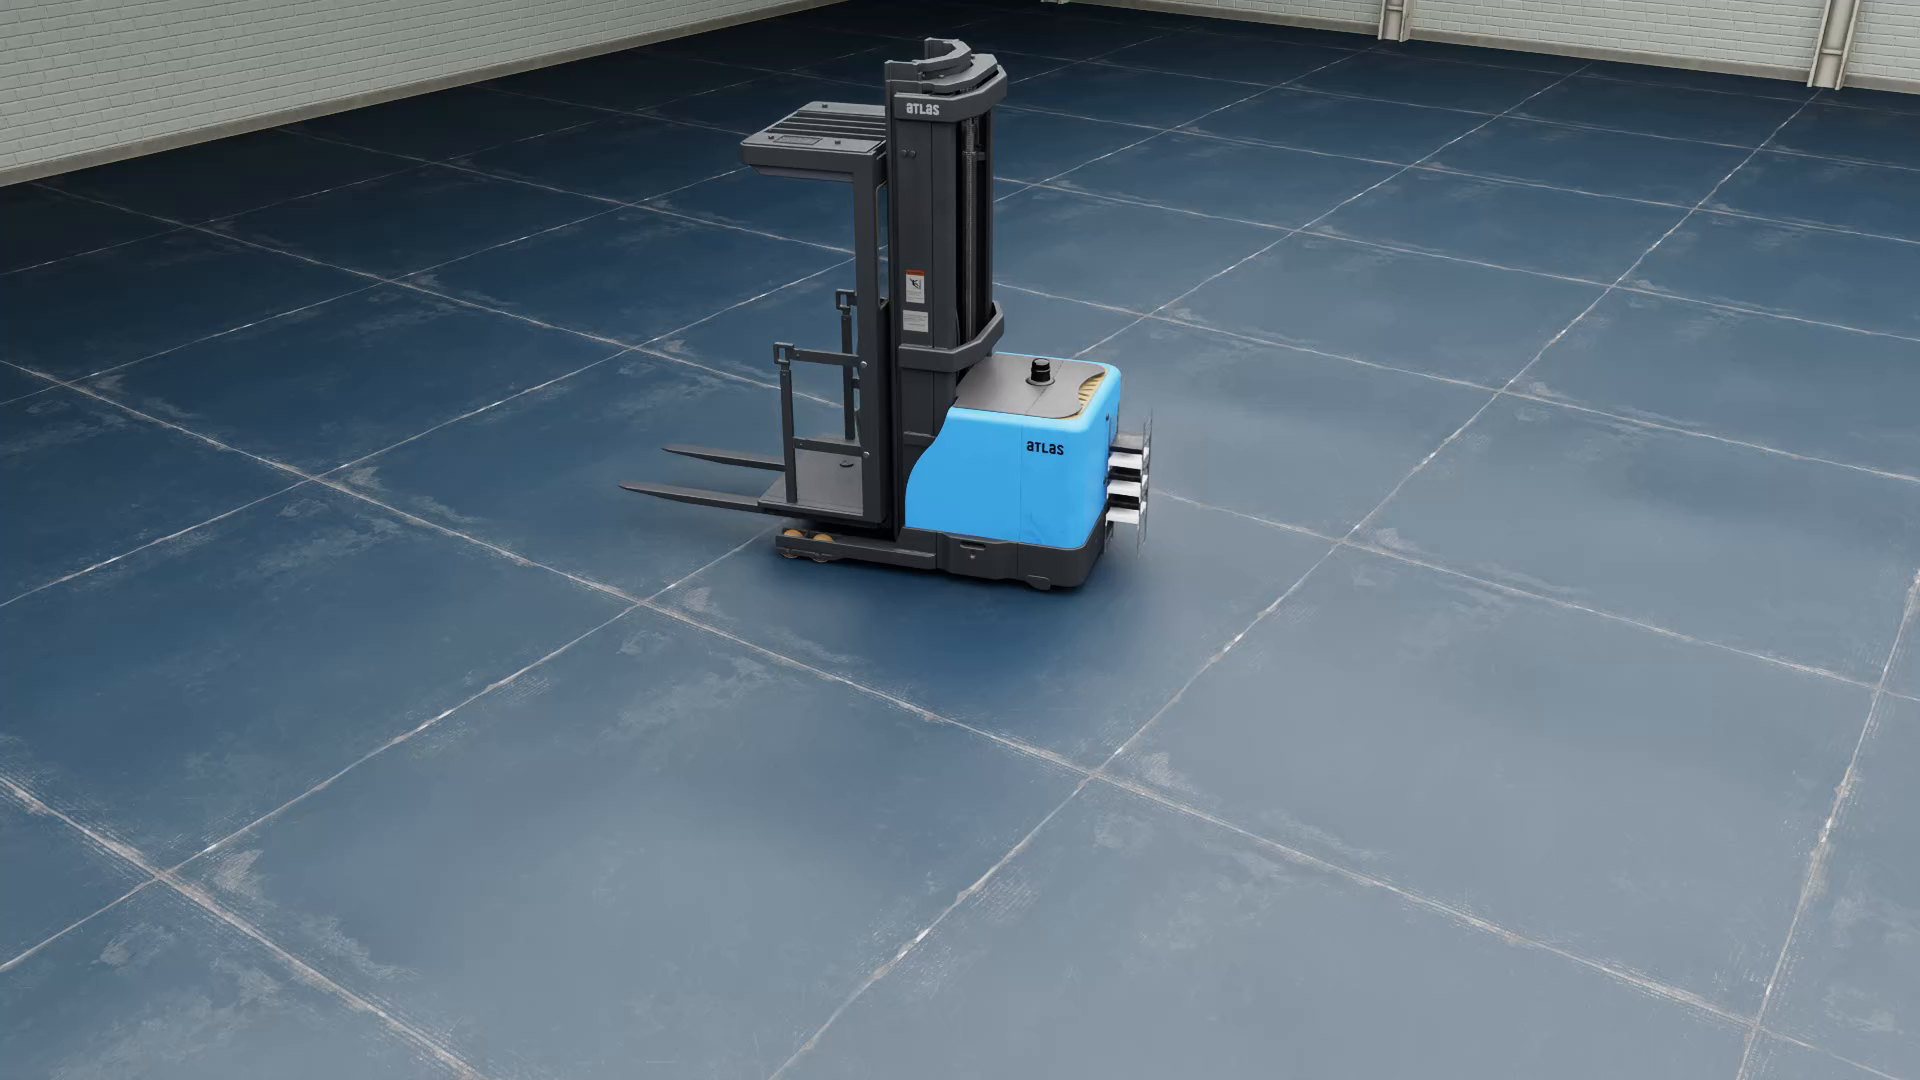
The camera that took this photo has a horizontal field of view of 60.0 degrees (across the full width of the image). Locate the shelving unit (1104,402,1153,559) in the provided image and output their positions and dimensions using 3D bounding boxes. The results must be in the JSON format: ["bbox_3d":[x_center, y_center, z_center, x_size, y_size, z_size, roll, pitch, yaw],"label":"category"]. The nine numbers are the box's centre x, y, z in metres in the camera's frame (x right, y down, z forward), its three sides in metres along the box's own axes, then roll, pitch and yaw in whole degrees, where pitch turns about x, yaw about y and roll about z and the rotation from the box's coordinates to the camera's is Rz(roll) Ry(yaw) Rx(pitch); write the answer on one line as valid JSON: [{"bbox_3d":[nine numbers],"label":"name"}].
[{"bbox_3d":[1.005,-0.350,9.946,0.210,0.900,0.258,8,28,15],"label":"shelving unit"}]

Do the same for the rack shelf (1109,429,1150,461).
[{"bbox_3d":[1.005,-0.561,9.838,0.200,0.077,0.258,8,28,15],"label":"rack shelf"}]

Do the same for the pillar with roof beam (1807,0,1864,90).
[{"bbox_3d":[9.067,-8.439,16.912,0.400,9.000,9.100,17,32,30],"label":"pillar with roof beam"}]

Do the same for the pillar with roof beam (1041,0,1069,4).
[{"bbox_3d":[-0.825,-11.521,22.967,0.400,9.000,9.100,17,32,30],"label":"pillar with roof beam"}]

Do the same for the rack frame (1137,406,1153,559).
[{"bbox_3d":[1.103,-0.336,9.919,0.006,0.900,0.240,8,28,15],"label":"rack frame"}]

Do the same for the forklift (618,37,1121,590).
[{"bbox_3d":[-0.601,-1.390,9.751,3.031,2.935,1.130,8,28,15],"label":"forklift"}]

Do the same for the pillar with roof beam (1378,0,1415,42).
[{"bbox_3d":[4.121,-9.980,19.939,0.400,9.000,9.100,17,32,30],"label":"pillar with roof beam"}]

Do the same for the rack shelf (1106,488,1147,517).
[{"bbox_3d":[1.005,-0.240,10.001,0.200,0.077,0.258,8,28,15],"label":"rack shelf"}]

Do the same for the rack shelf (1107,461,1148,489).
[{"bbox_3d":[1.005,-0.400,9.920,0.200,0.077,0.258,8,28,15],"label":"rack shelf"}]

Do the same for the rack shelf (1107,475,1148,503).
[{"bbox_3d":[1.005,-0.320,9.961,0.200,0.077,0.258,8,28,15],"label":"rack shelf"}]

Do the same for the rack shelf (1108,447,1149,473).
[{"bbox_3d":[1.005,-0.481,9.879,0.200,0.077,0.258,8,28,15],"label":"rack shelf"}]

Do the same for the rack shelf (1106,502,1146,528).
[{"bbox_3d":[1.005,-0.160,10.042,0.200,0.077,0.258,8,28,15],"label":"rack shelf"}]

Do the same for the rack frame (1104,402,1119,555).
[{"bbox_3d":[0.908,-0.364,9.972,0.006,0.900,0.240,8,28,15],"label":"rack frame"}]
